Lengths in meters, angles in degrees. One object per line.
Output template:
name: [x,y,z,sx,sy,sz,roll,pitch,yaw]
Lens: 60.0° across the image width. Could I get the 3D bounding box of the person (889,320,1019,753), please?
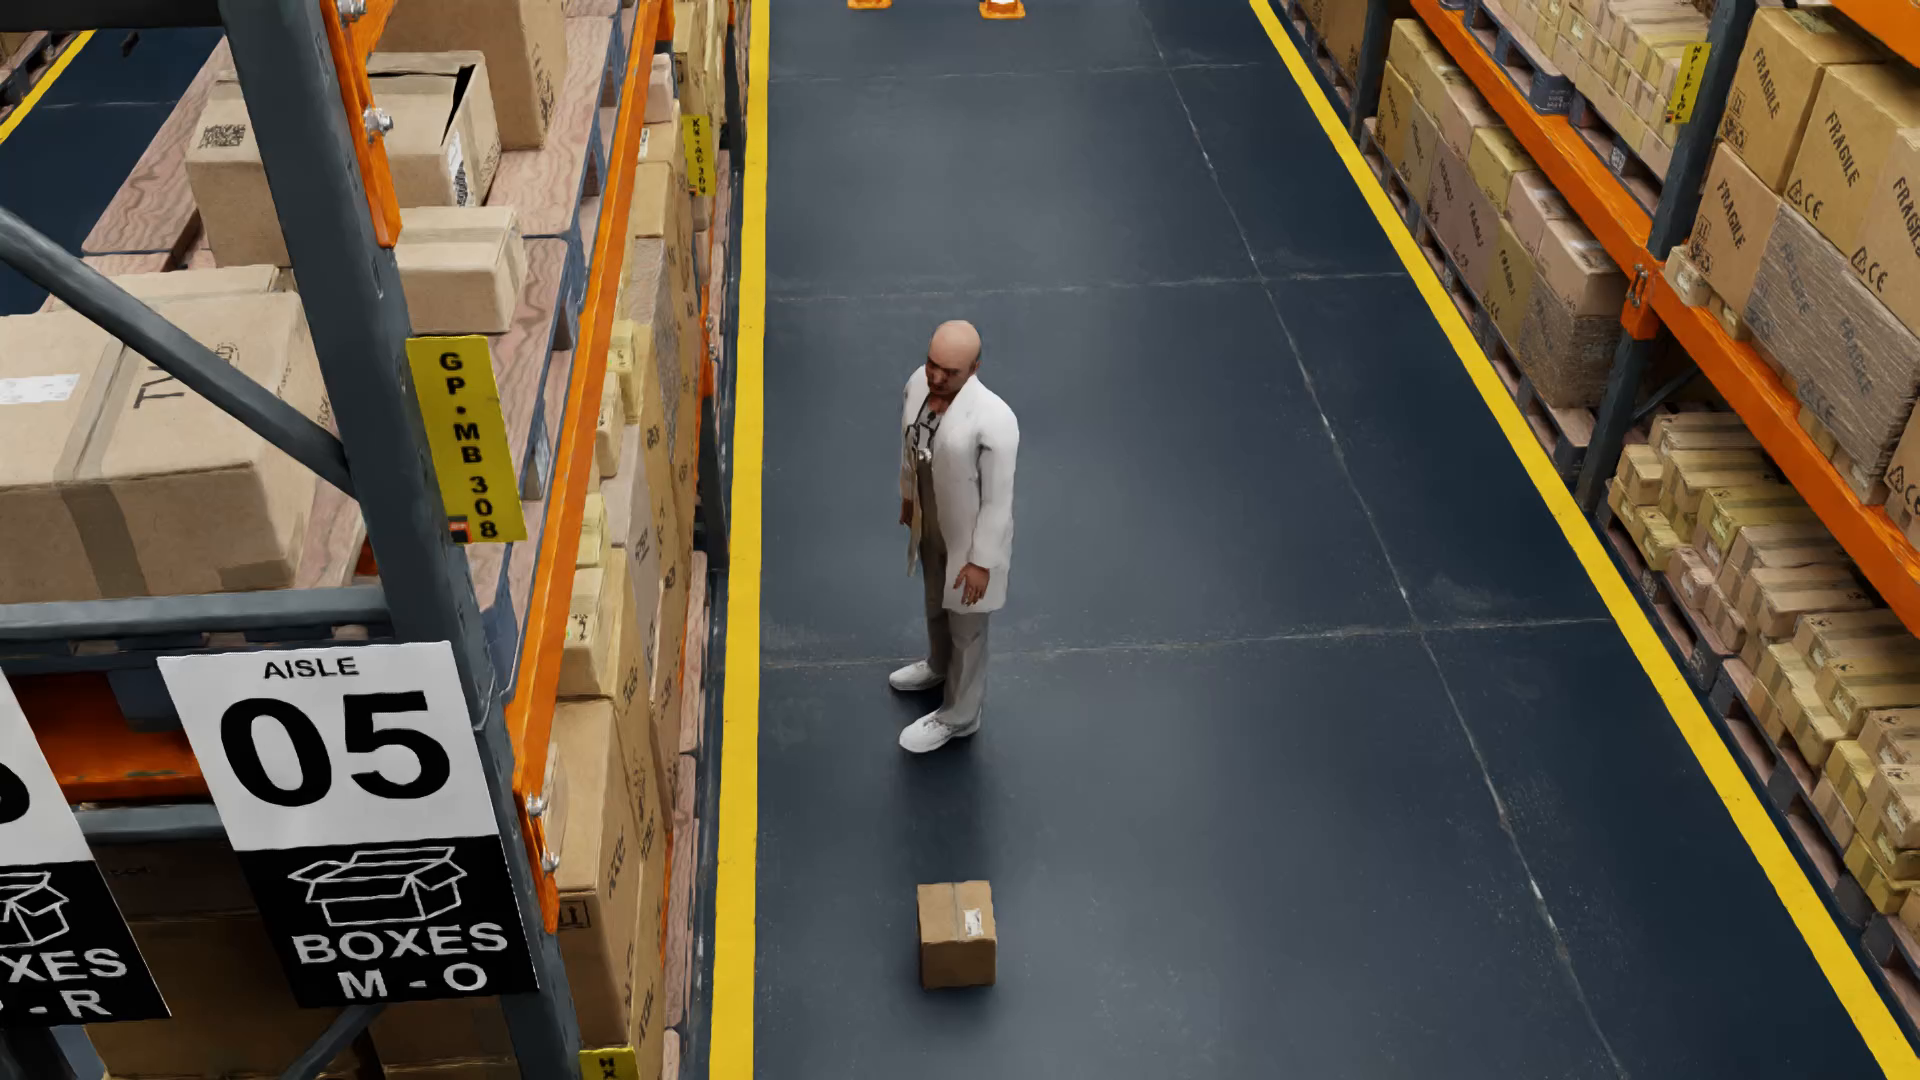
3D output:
person: [-0.102,-0.013,6.140,0.551,1.787,0.654,-27,46,-30]
